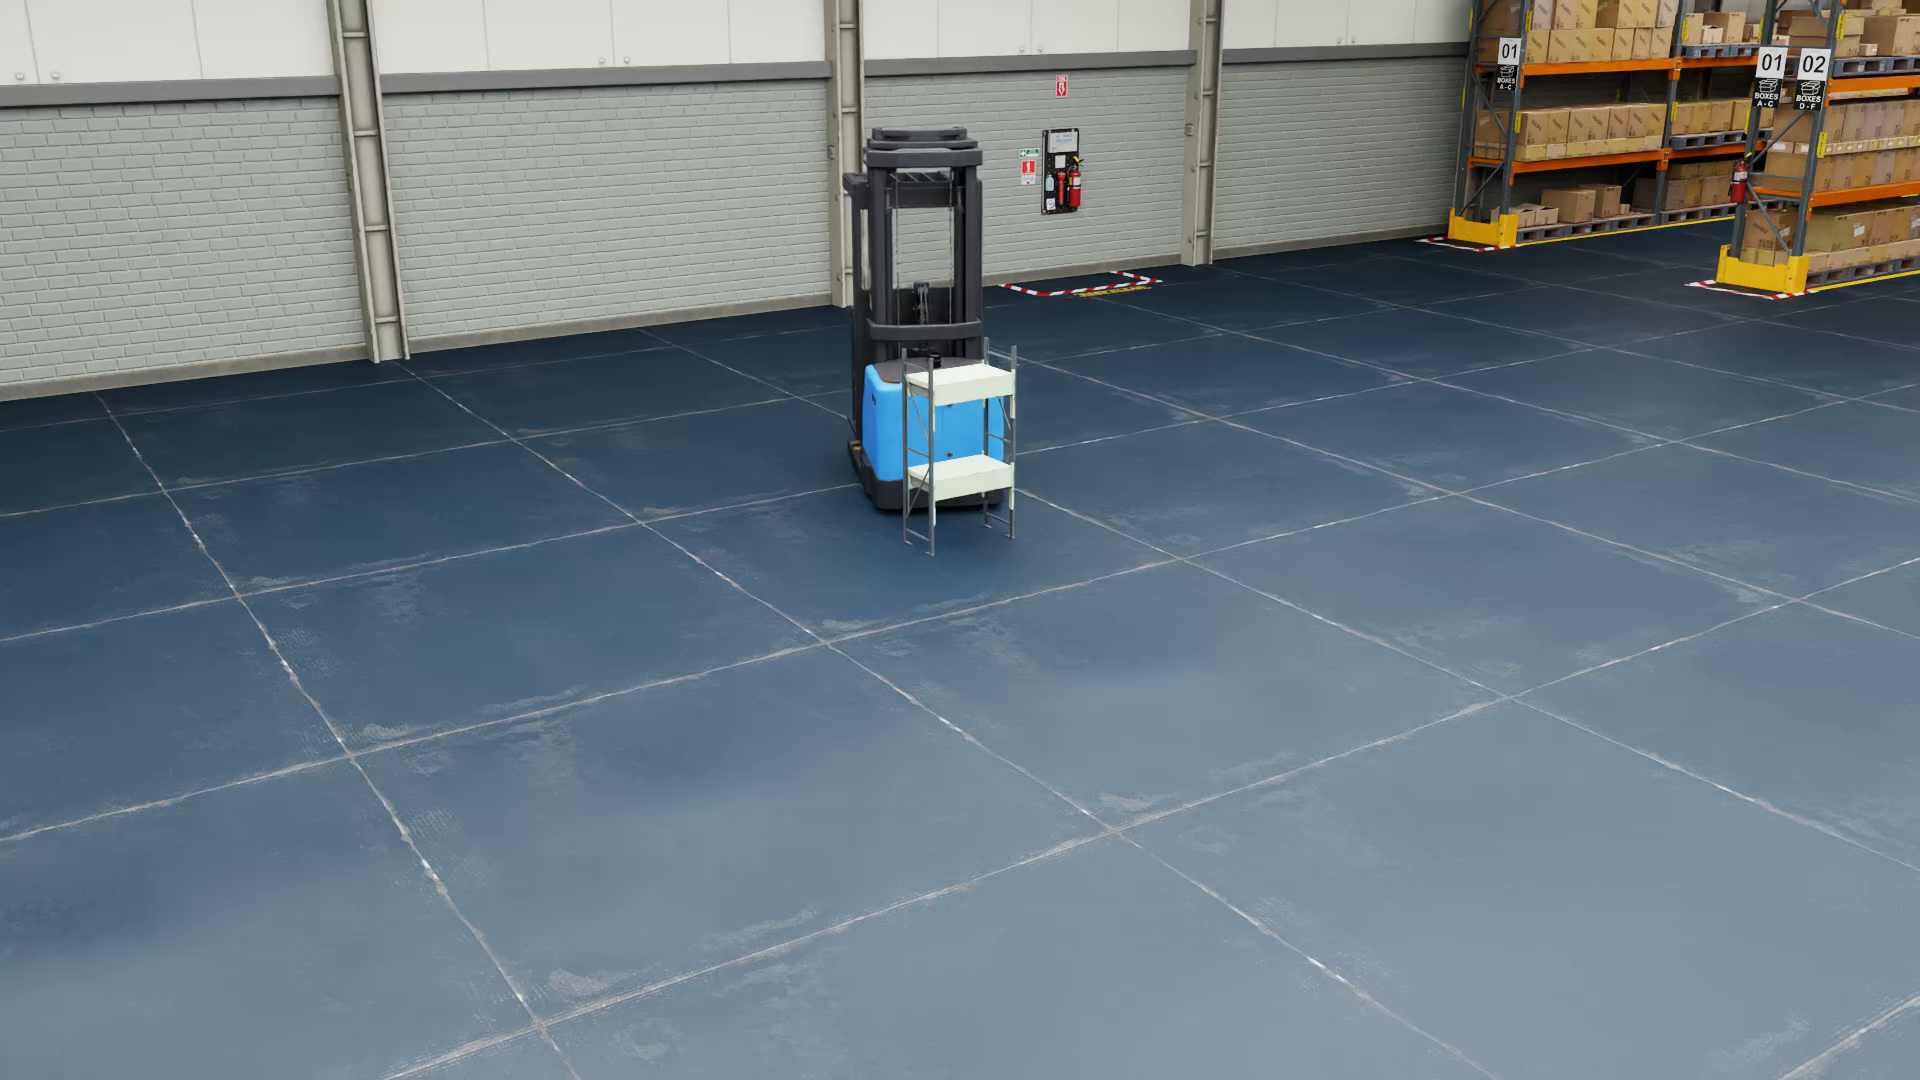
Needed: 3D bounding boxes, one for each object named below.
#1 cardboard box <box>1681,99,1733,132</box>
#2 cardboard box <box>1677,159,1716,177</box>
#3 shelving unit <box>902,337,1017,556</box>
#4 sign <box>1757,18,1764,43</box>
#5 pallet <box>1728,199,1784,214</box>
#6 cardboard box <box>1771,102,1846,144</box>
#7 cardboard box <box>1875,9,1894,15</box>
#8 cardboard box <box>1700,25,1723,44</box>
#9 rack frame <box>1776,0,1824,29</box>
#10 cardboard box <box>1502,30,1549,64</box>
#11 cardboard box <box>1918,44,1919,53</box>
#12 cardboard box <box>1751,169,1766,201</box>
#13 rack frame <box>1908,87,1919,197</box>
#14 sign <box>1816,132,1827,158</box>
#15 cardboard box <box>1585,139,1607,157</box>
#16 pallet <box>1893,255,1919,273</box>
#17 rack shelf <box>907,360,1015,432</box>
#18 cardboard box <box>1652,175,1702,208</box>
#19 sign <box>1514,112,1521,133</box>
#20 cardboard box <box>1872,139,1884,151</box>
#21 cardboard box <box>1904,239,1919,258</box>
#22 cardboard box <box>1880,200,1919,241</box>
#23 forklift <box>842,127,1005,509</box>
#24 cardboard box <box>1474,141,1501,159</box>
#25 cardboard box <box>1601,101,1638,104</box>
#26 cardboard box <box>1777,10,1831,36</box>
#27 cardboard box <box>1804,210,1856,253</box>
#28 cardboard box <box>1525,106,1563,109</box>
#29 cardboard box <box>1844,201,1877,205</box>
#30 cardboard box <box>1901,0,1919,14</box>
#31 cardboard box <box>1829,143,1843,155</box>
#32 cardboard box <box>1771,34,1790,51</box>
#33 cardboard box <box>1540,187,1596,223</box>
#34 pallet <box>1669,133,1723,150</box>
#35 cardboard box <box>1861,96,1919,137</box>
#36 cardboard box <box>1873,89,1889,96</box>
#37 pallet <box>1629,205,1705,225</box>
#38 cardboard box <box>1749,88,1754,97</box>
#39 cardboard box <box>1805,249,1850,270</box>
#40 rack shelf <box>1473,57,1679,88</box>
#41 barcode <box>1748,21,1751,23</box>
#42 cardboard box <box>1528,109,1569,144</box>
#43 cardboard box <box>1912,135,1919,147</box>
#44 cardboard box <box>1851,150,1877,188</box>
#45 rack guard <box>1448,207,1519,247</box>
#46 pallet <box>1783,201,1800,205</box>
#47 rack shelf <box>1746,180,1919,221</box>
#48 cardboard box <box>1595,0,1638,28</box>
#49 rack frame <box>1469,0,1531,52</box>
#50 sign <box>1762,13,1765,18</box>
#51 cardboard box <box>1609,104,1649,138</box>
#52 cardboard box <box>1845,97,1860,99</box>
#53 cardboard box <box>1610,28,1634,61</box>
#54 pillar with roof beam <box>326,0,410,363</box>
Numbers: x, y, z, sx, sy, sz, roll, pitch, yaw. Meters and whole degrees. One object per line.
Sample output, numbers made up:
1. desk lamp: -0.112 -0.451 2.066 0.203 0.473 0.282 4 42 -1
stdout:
1. cardboard box: 13.245 -7.554 29.561 0.500 0.500 0.700 -9 21 -24
2. cardboard box: 13.202 -6.681 29.869 0.500 0.250 0.500 -13 22 -33
3. shelving unit: -0.006 -0.709 12.501 0.755 1.500 0.431 -12 22 -31
4. sign: 10.898 -6.918 22.582 0.005 0.325 0.100 -12 22 -31
5. pallet: 14.485 -6.243 30.881 1.213 0.211 1.003 -12 22 -31
6. cardboard box: 11.626 -5.718 22.792 0.500 0.500 0.700 -12 22 -31
7. cardboard box: 17.255 -9.841 31.645 0.500 0.500 0.700 -12 22 -32
8. cardboard box: 12.813 -8.758 28.765 0.500 0.311 0.500 -11 22 -30
9. rack frame: 15.139 -10.543 29.880 0.127 3.000 1.000 -12 22 -31
10. cardboard box: 8.874 -7.762 26.149 0.500 0.500 0.500 -11 22 -30
11. cardboard box: 13.668 -6.954 23.464 0.250 0.149 0.380 -12 22 -31
12. cardboard box: 14.566 -6.584 30.754 0.500 0.500 0.700 -12 22 -31
13. rack frame: 14.526 -5.672 24.839 0.127 3.000 1.000 -12 22 -31
14. sign: 11.485 -5.266 22.161 0.005 0.325 0.100 -12 22 -31
15. cardboard box: 10.317 -6.503 27.500 0.500 0.250 0.500 -12 22 -31
16. pallet: 13.838 -4.222 24.904 1.213 0.211 1.003 -12 22 -31
17. rack shelf: -0.006 -1.079 12.376 0.720 0.370 0.431 -12 22 -31
18. cardboard box: 12.808 -6.259 29.792 0.500 0.500 0.700 -12 22 -32
19. sign: 8.756 -6.557 26.104 0.005 0.325 0.100 -12 22 -31
20. cardboard box: 12.706 -5.561 23.342 0.250 0.149 0.380 -12 22 -32
21. cardboard box: 13.835 -4.343 24.545 0.500 0.250 0.500 -12 22 -31
22. cardboard box: 13.834 -4.699 24.426 0.500 0.500 0.500 -12 22 -31
23. forklift: -0.400 -2.064 14.274 1.130 2.935 3.031 -3 19 -10
24. cardboard box: 8.741 -6.365 27.090 0.500 0.250 0.500 -12 22 -31
25. cardboard box: 11.291 -7.263 28.577 0.500 0.500 0.500 -13 22 -33
26. cardboard box: 15.504 -9.477 30.567 0.500 0.500 0.700 -14 23 -36
27. cardboard box: 12.172 -4.343 23.373 0.500 0.500 0.500 -12 22 -31
28. cardboard box: 9.589 -6.904 27.514 0.500 0.500 0.500 -13 22 -33
29. cardboard box: 13.131 -4.750 24.577 0.500 0.500 0.500 -12 22 -31
30. cardboard box: 18.934 -10.543 32.813 0.500 0.500 0.500 -12 22 -32
31. cardboard box: 11.850 -5.381 22.809 0.250 0.149 0.380 -13 22 -33
32. cardboard box: 14.686 -8.890 29.782 0.500 0.311 0.500 -12 22 -31
33. cardboard box: 10.201 -5.630 27.931 0.500 0.500 0.700 -14 23 -35
34. pallet: 12.516 -7.001 29.070 1.213 0.211 1.003 -12 22 -31
35. cardboard box: 13.318 -6.077 23.854 0.500 0.500 0.700 -12 22 -31
36. cardboard box: 17.372 -8.631 31.767 0.500 0.250 0.500 -11 22 -30
37. pallet: 12.447 -5.813 29.610 1.213 0.211 1.003 -12 22 -31
38. cardboard box: 14.606 -8.135 30.267 0.250 0.149 0.380 -17 25 -40
39. cardboard box: 12.171 -3.988 23.495 0.500 0.250 0.500 -12 22 -31
40. rack shelf: 10.128 -7.724 27.349 4.000 0.370 1.077 -12 22 -31
41. barcode: 14.488 -9.493 30.522 0.075 0.075 0.001 -12 22 -31
42. cardboard box: 9.440 -6.674 26.833 0.500 0.500 0.500 -12 22 -31
43. cardboard box: 13.565 -5.743 23.879 0.250 0.149 0.380 -12 22 -32
44. cardboard box: 12.436 -5.273 23.504 0.500 0.500 0.700 -12 22 -31
45. rack guard: 8.521 -5.121 27.112 0.348 0.500 1.175 -12 22 -31
46. pallet: 15.839 -6.499 31.638 1.213 0.211 1.003 -12 22 -31
47. rack shelf: 12.855 -4.979 23.912 4.000 0.370 1.077 -12 22 -31
48. cardboard box: 10.646 -8.593 27.047 0.500 0.500 0.500 -13 23 -33
49. rack frame: 8.457 -9.134 25.711 0.127 3.000 1.000 -12 22 -31
50. sign: 14.840 -9.554 30.708 0.005 0.325 0.100 -12 22 -31
51. cardboard box: 11.160 -7.035 27.901 0.500 0.500 0.500 -12 22 -32
52. cardboard box: 16.543 -8.093 31.347 0.500 0.500 0.500 -12 22 -32
53. cardboard box: 10.641 -8.126 27.226 0.500 0.500 0.500 -13 23 -33
54. pillar with roof beam: -4.099 -5.167 13.976 0.400 9.000 9.100 -12 22 -31
